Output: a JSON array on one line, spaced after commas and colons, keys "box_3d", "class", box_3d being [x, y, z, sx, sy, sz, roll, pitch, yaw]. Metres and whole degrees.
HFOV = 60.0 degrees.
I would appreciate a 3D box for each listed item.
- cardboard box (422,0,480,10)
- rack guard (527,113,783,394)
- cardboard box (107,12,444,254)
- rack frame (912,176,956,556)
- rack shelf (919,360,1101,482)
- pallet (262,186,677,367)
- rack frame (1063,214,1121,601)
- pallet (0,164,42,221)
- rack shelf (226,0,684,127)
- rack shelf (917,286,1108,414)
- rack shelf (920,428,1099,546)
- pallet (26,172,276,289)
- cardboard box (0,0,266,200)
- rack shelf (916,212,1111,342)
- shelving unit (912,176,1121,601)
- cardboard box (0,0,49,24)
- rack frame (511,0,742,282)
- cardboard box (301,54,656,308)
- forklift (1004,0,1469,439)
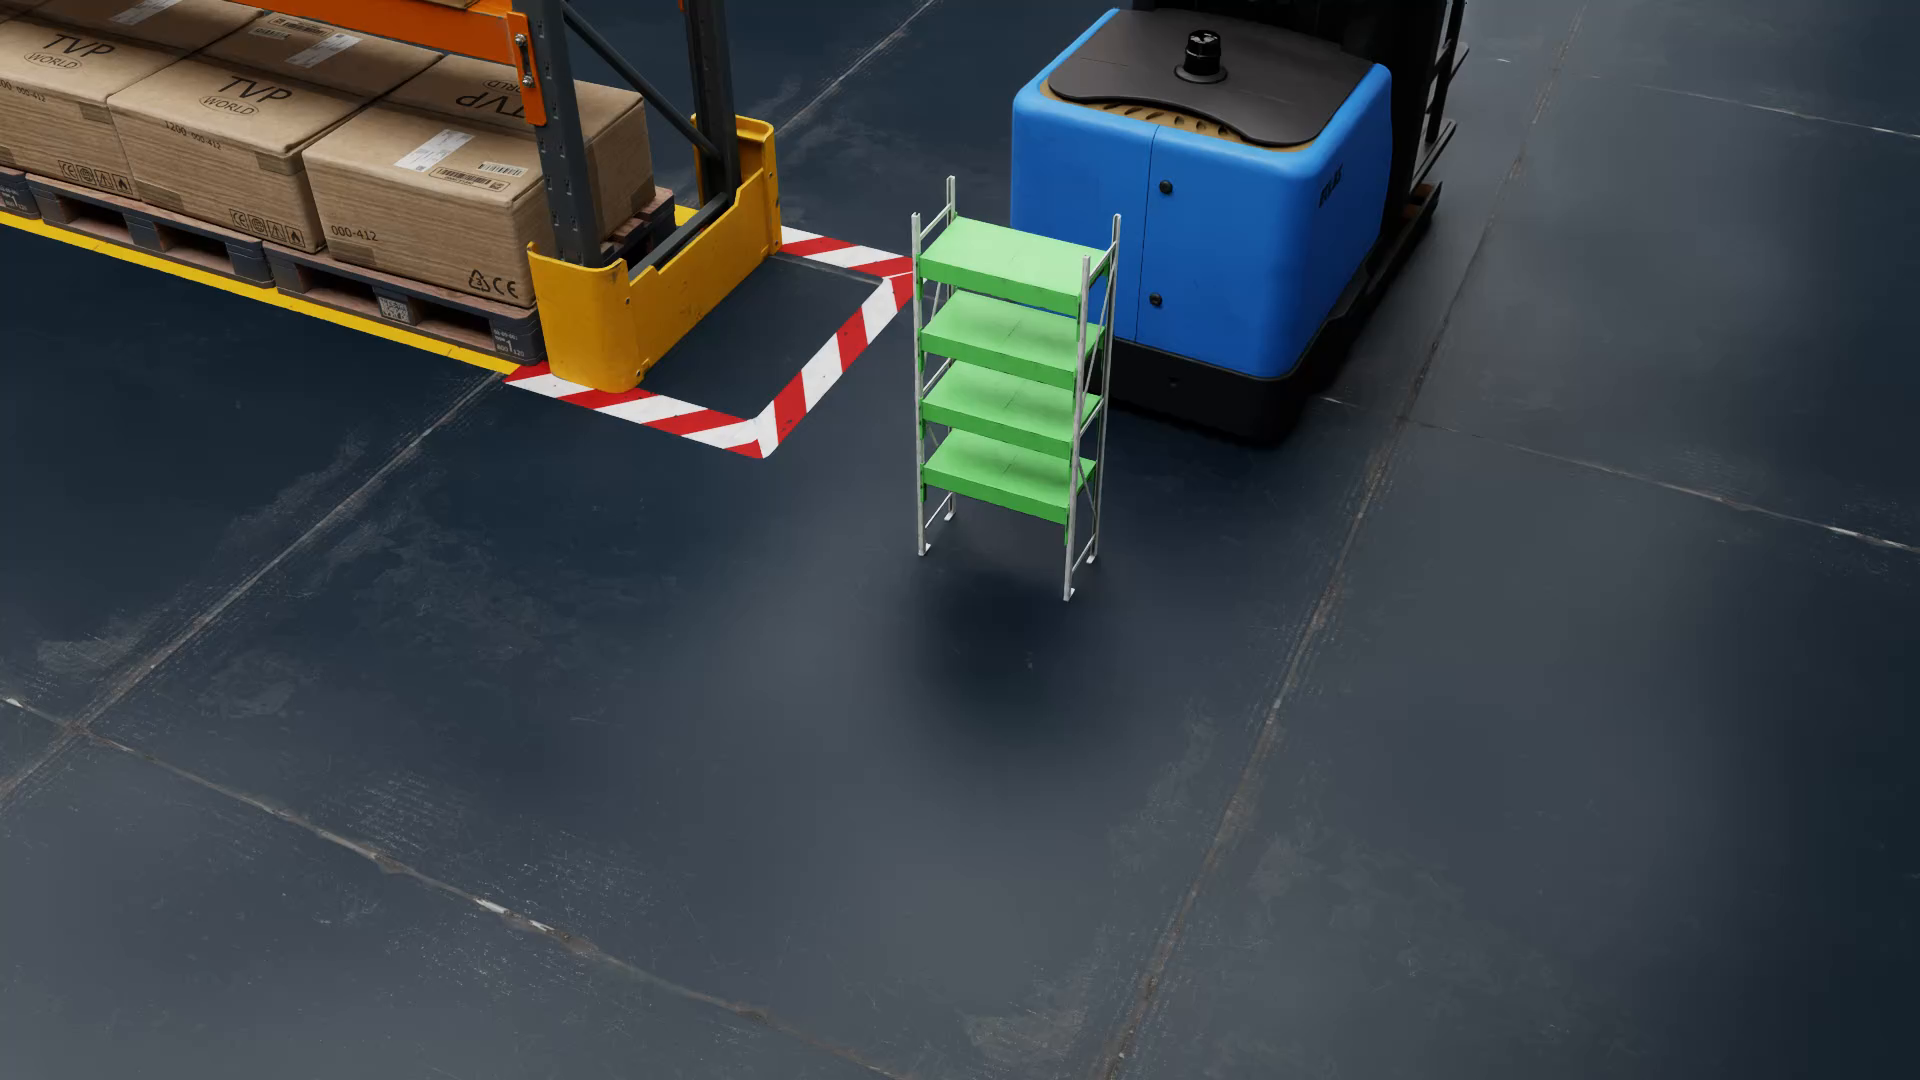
[{"box_3d": [-1.656, -2.048, 5.247, 0.500, 0.500, 0.500, 17, 44, 19], "class": "cardboard box"}, {"box_3d": [-1.086, -1.083, 6.118, 0.348, 0.500, 1.175, 17, 44, 19], "class": "rack guard"}, {"box_3d": [-2.581, -1.597, 6.437, 0.875, 0.438, 0.875, 18, 44, 20], "class": "cardboard box"}, {"box_3d": [-0.071, -0.475, 4.882, 0.015, 1.200, 0.240, 17, 44, 19], "class": "rack frame"}, {"box_3d": [0.150, -0.359, 4.846, 0.480, 0.148, 0.258, 17, 44, 19], "class": "rack shelf"}, {"box_3d": [-1.865, -1.155, 6.422, 1.213, 0.211, 1.003, 17, 44, 19], "class": "pallet"}, {"box_3d": [0.371, -0.340, 4.726, 0.015, 1.200, 0.240, 17, 44, 19], "class": "rack frame"}, {"box_3d": [-4.076, -1.831, 7.201, 1.213, 0.211, 1.003, 17, 44, 19], "class": "pallet"}, {"box_3d": [-2.920, -2.316, 6.181, 4.000, 0.370, 1.077, 17, 44, 19], "class": "rack shelf"}, {"box_3d": [0.150, -0.541, 4.689, 0.480, 0.148, 0.258, 17, 44, 19], "class": "rack shelf"}, {"box_3d": [0.150, -0.178, 5.003, 0.480, 0.148, 0.258, 17, 44, 19], "class": "rack shelf"}, {"box_3d": [-2.967, -1.494, 6.813, 1.213, 0.211, 1.003, 17, 44, 19], "class": "pallet"}, {"box_3d": [-3.397, -1.847, 6.727, 0.875, 0.438, 0.875, 16, 43, 17], "class": "cardboard box"}, {"box_3d": [0.150, -0.722, 4.532, 0.480, 0.148, 0.258, 17, 44, 19], "class": "rack shelf"}, {"box_3d": [0.150, -0.408, 4.804, 0.503, 1.200, 0.258, 17, 44, 19], "class": "shelving unit"}, {"box_3d": [-4.209, -2.095, 7.012, 0.875, 0.438, 0.875, 16, 44, 18], "class": "cardboard box"}, {"box_3d": [-1.107, -2.034, 5.307, 0.127, 3.000, 1.000, 17, 44, 19], "class": "rack frame"}, {"box_3d": [-1.748, -1.348, 6.151, 0.875, 0.438, 0.875, 16, 43, 17], "class": "cardboard box"}, {"box_3d": [1.285, -2.400, 5.781, 1.130, 2.935, 3.031, 19, 44, 21], "class": "forklift"}]
